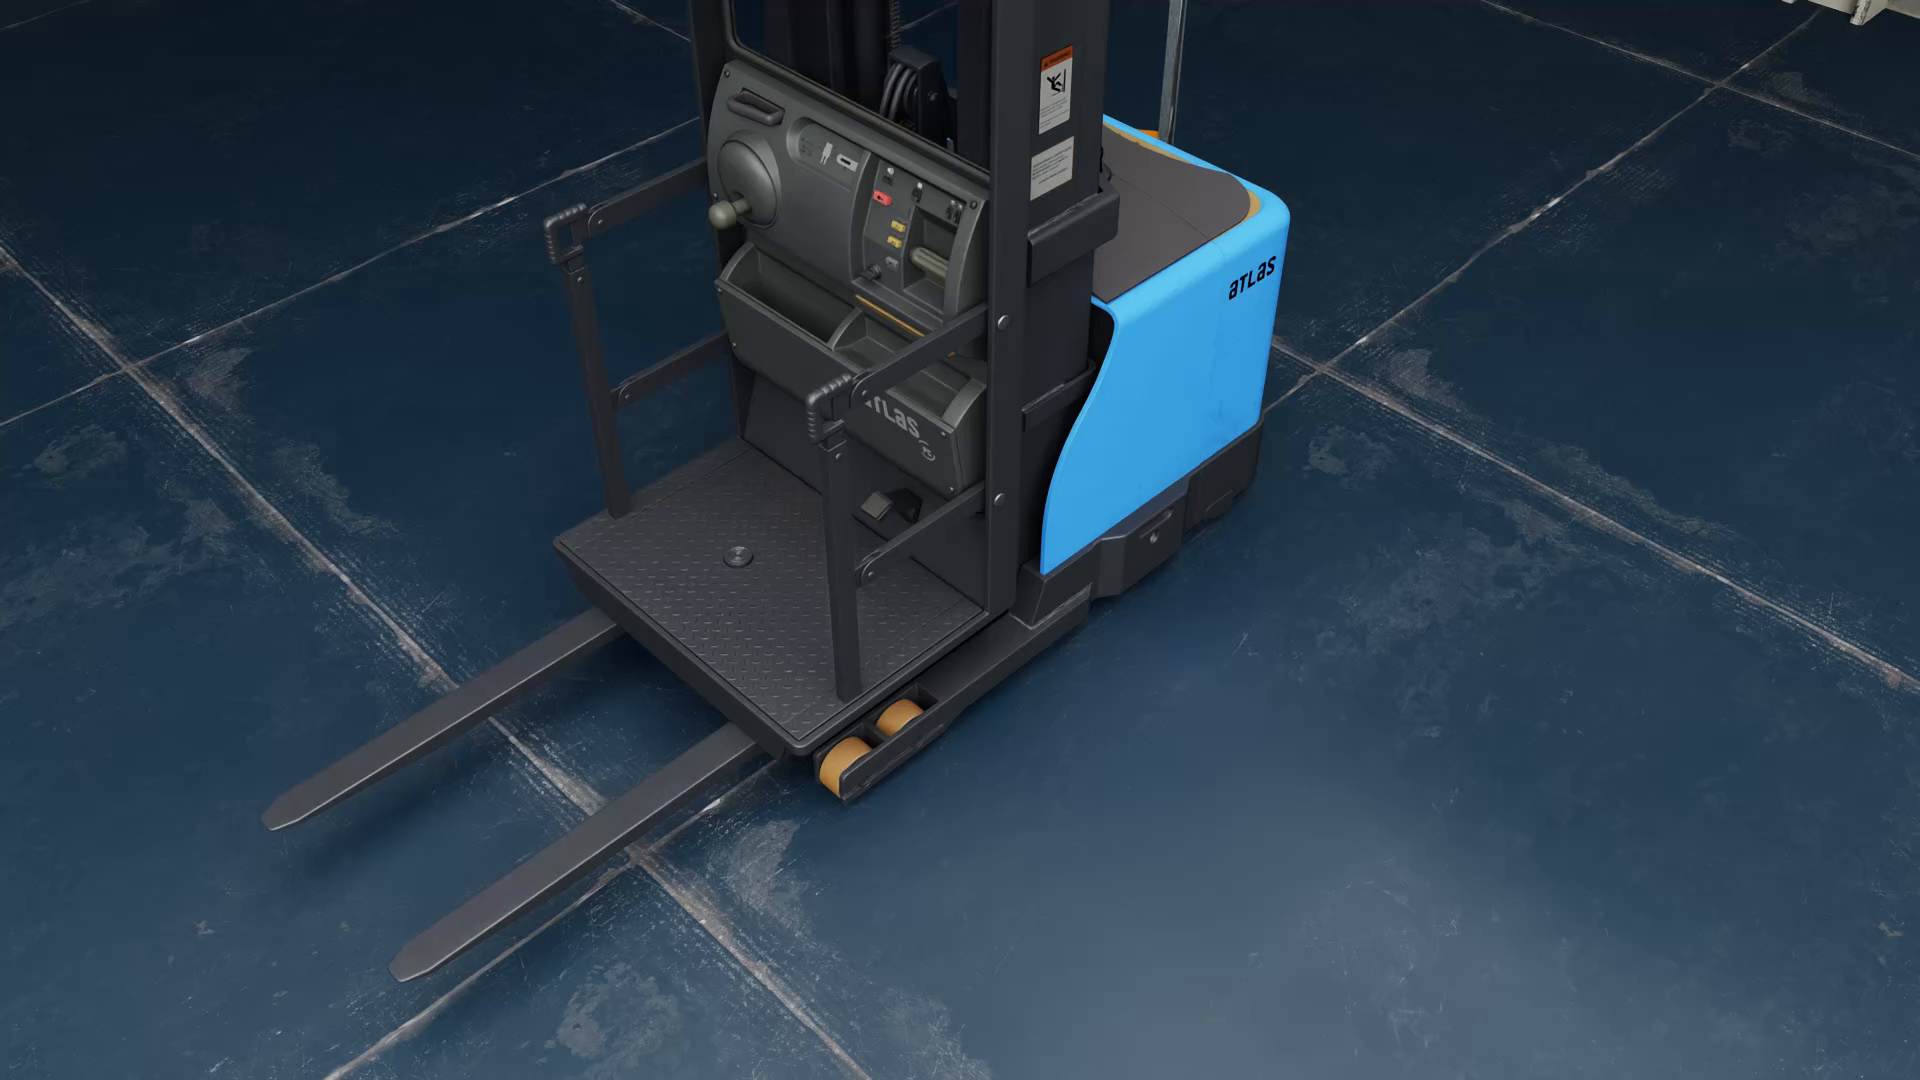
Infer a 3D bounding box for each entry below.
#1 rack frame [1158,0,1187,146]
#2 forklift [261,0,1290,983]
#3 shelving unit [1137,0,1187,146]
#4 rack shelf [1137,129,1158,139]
[{"bbox_3d":[0.692,-1.339,5.594,0.032,1.500,0.500,7,43,8],"label":"rack frame"},{"bbox_3d":[-0.445,-0.778,3.932,3.031,2.935,1.130,-34,52,-31],"label":"forklift"},{"bbox_3d":[0.201,-1.401,5.661,1.083,1.500,0.587,7,43,8],"label":"shelving unit"},{"bbox_3d":[0.193,-1.270,5.784,1.000,0.185,0.538,7,43,8],"label":"rack shelf"}]
